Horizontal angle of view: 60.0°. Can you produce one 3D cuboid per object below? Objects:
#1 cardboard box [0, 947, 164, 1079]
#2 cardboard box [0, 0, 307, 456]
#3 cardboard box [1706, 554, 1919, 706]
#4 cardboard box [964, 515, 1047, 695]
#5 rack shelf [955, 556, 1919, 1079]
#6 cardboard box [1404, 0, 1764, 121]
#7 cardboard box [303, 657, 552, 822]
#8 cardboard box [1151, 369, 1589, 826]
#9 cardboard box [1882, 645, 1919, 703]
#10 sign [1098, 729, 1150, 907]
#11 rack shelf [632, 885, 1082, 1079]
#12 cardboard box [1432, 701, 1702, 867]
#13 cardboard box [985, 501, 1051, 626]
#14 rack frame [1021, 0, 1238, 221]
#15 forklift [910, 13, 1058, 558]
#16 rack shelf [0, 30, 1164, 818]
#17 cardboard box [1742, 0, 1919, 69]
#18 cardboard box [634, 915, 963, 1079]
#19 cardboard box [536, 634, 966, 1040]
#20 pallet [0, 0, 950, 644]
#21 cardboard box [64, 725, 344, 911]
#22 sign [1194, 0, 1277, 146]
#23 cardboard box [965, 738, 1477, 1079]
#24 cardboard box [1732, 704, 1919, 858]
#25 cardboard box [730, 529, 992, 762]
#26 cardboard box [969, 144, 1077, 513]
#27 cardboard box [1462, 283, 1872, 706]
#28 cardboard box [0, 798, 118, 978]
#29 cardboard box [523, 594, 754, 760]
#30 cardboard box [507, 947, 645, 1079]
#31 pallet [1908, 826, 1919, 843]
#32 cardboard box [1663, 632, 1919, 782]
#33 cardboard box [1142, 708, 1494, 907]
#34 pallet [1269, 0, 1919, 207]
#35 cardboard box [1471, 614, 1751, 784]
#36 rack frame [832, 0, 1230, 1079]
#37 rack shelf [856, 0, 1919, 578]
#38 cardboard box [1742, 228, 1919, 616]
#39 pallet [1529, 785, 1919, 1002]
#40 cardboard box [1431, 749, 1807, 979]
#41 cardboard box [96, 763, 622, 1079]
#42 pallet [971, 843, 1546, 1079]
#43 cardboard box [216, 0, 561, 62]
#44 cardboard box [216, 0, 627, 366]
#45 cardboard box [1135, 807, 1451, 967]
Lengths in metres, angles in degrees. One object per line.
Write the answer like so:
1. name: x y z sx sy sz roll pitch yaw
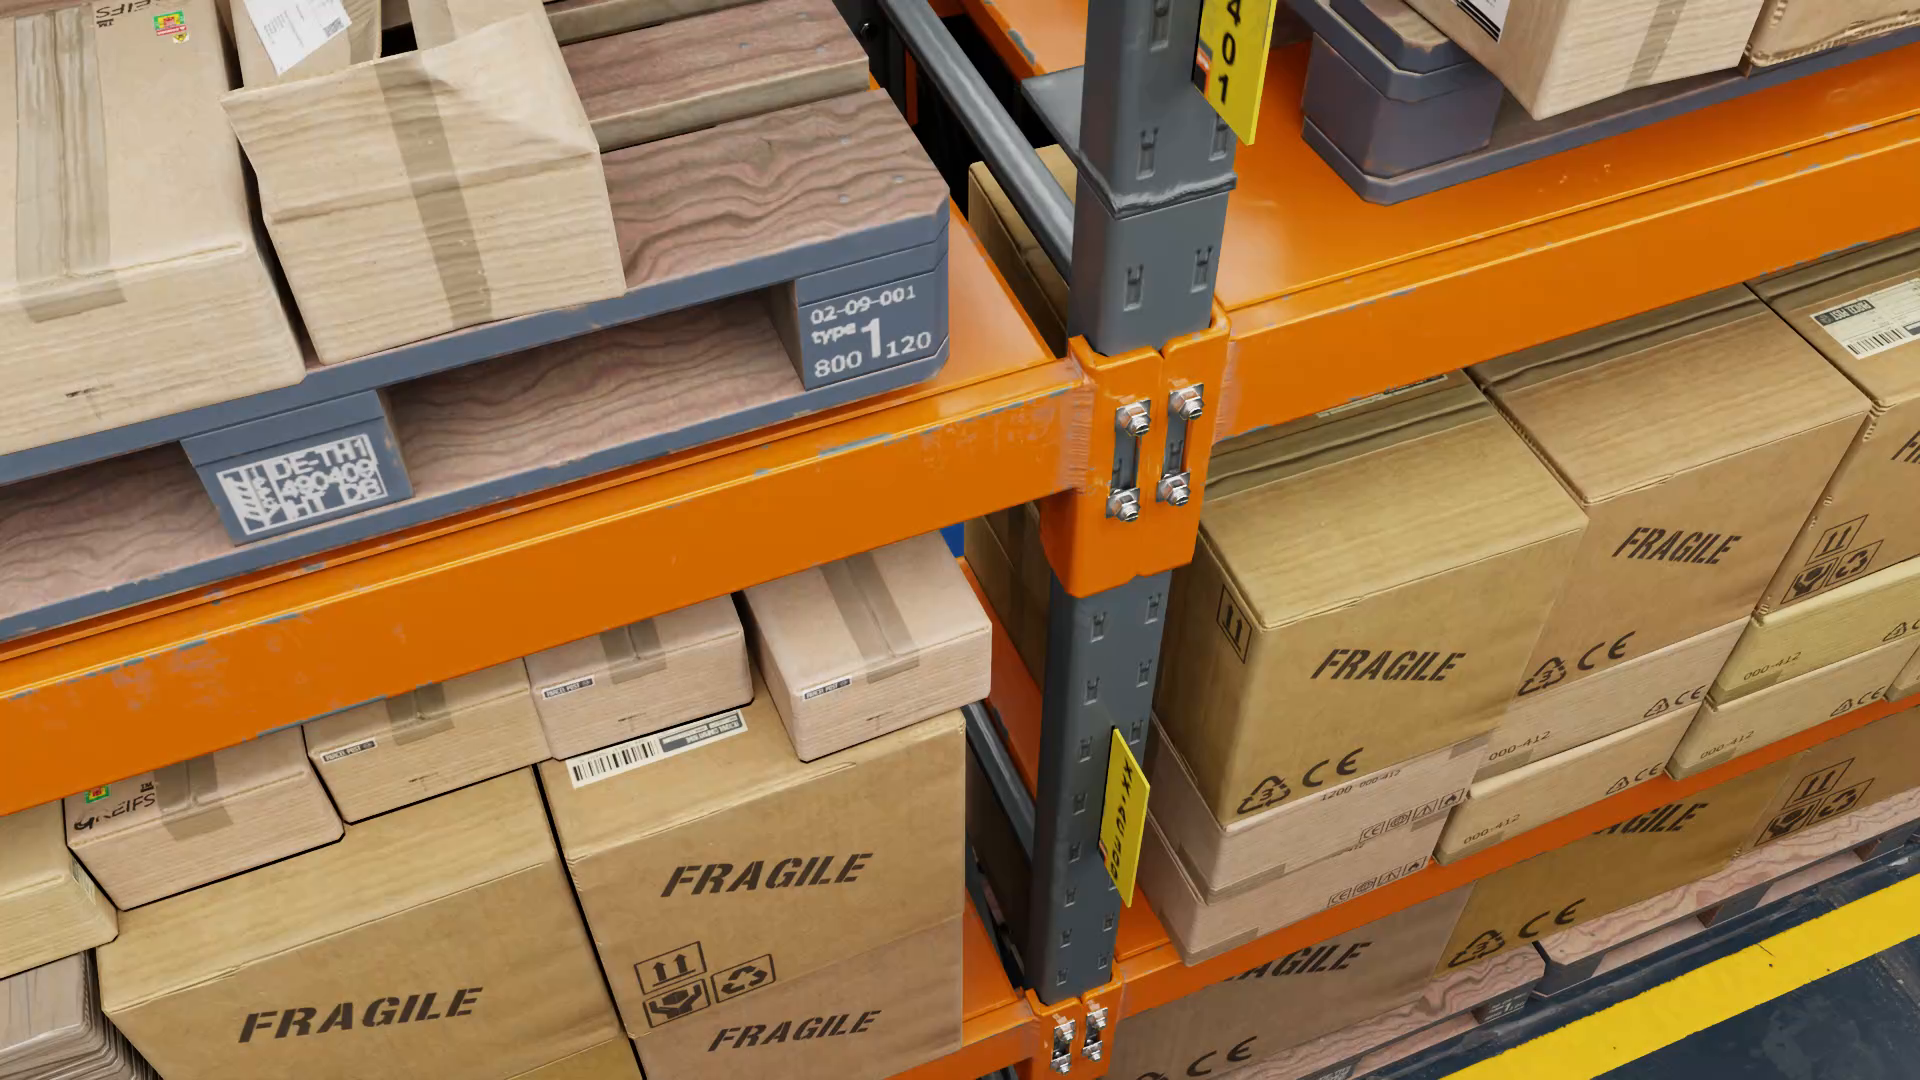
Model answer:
1. cardboard box: -1.258 0.574 2.055 0.500 0.500 0.500 -17 51 -14
2. cardboard box: -0.700 -0.271 1.351 0.250 0.149 0.380 -16 51 -13
3. cardboard box: 1.478 -0.027 3.065 0.500 0.250 0.500 -17 51 -14
4. cardboard box: 0.335 0.053 3.326 0.500 0.250 0.500 -18 52 -15
5. rack shelf: 1.866 -0.029 3.772 4.000 0.370 1.077 -17 52 -14
6. cardboard box: 0.610 -0.658 1.672 0.258 0.266 0.396 -18 52 -15
7. cardboard box: -0.670 0.117 2.020 0.250 0.149 0.380 -17 51 -14
8. cardboard box: 0.531 0.028 2.524 0.500 0.500 0.500 -17 51 -14
9. cardboard box: 1.947 -0.004 3.375 0.500 0.250 0.500 -18 52 -15
10. sign: 0.226 0.392 2.313 0.005 0.325 0.100 -17 52 -14
11. rack shelf: -1.837 1.118 2.787 4.000 0.370 1.077 -17 52 -14
12. cardboard box: 1.000 0.269 3.141 0.500 0.250 0.500 -18 52 -15
13. cardboard box: 0.331 -0.101 3.129 0.500 0.250 0.500 -17 52 -14
14. rack frame: 0.015 -1.644 0.730 0.127 3.000 1.000 -17 52 -14
15. forklift: -0.446 -1.287 4.423 3.031 2.935 1.130 37 58 27
16. rack shelf: -1.837 0.141 1.649 4.000 0.370 1.077 -17 52 -14
17. cardboard box: 0.940 -0.886 1.713 0.500 0.500 0.500 -18 52 -15
18. cardboard box: -0.318 0.590 2.700 0.500 0.500 0.500 -17 51 -14
19. cardboard box: -0.318 0.281 2.306 0.500 0.500 0.500 -18 52 -15
20. pallet: -0.747 -0.411 1.707 1.213 0.211 1.003 -17 52 -14
21. cardboard box: -0.897 0.202 1.947 0.250 0.149 0.380 -18 52 -15
22. sign: 0.226 -0.472 1.308 0.005 0.325 0.100 -17 52 -14
23. cardboard box: 0.559 0.632 3.854 0.875 0.875 0.875 -16 51 -13
24. cardboard box: 2.220 0.111 4.301 0.875 0.875 0.875 -17 51 -14
25. cardboard box: -0.150 0.052 2.075 0.250 0.149 0.380 -18 52 -15
26. cardboard box: 0.333 -0.353 2.851 0.500 0.500 0.500 -16 51 -13
27. cardboard box: 0.991 -0.138 2.666 0.500 0.500 0.500 -17 52 -14
28. cardboard box: -1.115 0.299 1.864 0.250 0.149 0.380 -18 52 -15
29. cardboard box: -0.435 0.052 2.076 0.250 0.149 0.380 -16 51 -13
30. cardboard box: -0.792 0.742 2.570 0.500 0.500 0.500 -18 52 -15
31. pallet: 2.959 0.245 4.901 1.213 0.211 1.003 -17 52 -14
32. cardboard box: 1.481 0.133 3.257 0.500 0.250 0.500 -18 52 -15
33. cardboard box: 0.529 0.268 2.812 0.500 0.250 0.500 -19 52 -15
34. pallet: 0.845 -0.902 2.197 1.217 0.209 0.805 -19 52 -16
35. cardboard box: 1.001 0.099 2.957 0.500 0.250 0.500 -16 51 -14
36. rack frame: 0.015 0.310 3.006 0.127 3.000 1.000 -17 52 -14
37. rack shelf: 1.866 -1.006 2.634 4.000 0.370 1.077 -17 52 -14
38. cardboard box: 1.457 -0.280 2.788 0.500 0.500 0.500 -18 52 -15
39. pallet: 1.832 0.592 4.603 1.213 0.211 1.003 -17 52 -14
40. cardboard box: 1.392 0.367 4.081 0.875 0.875 0.875 -16 51 -13
41. cardboard box: -0.790 0.421 2.186 0.500 0.500 0.500 -18 52 -15
42. pallet: 0.701 0.945 4.300 1.213 0.211 1.003 -17 52 -14
43. cardboard box: -0.609 -0.848 1.615 0.500 0.500 0.500 -16 51 -14
44. cardboard box: -0.455 -0.385 1.372 0.258 0.266 0.396 -16 51 -13
45. cardboard box: 0.522 0.418 3.012 0.500 0.250 0.500 -18 52 -15
